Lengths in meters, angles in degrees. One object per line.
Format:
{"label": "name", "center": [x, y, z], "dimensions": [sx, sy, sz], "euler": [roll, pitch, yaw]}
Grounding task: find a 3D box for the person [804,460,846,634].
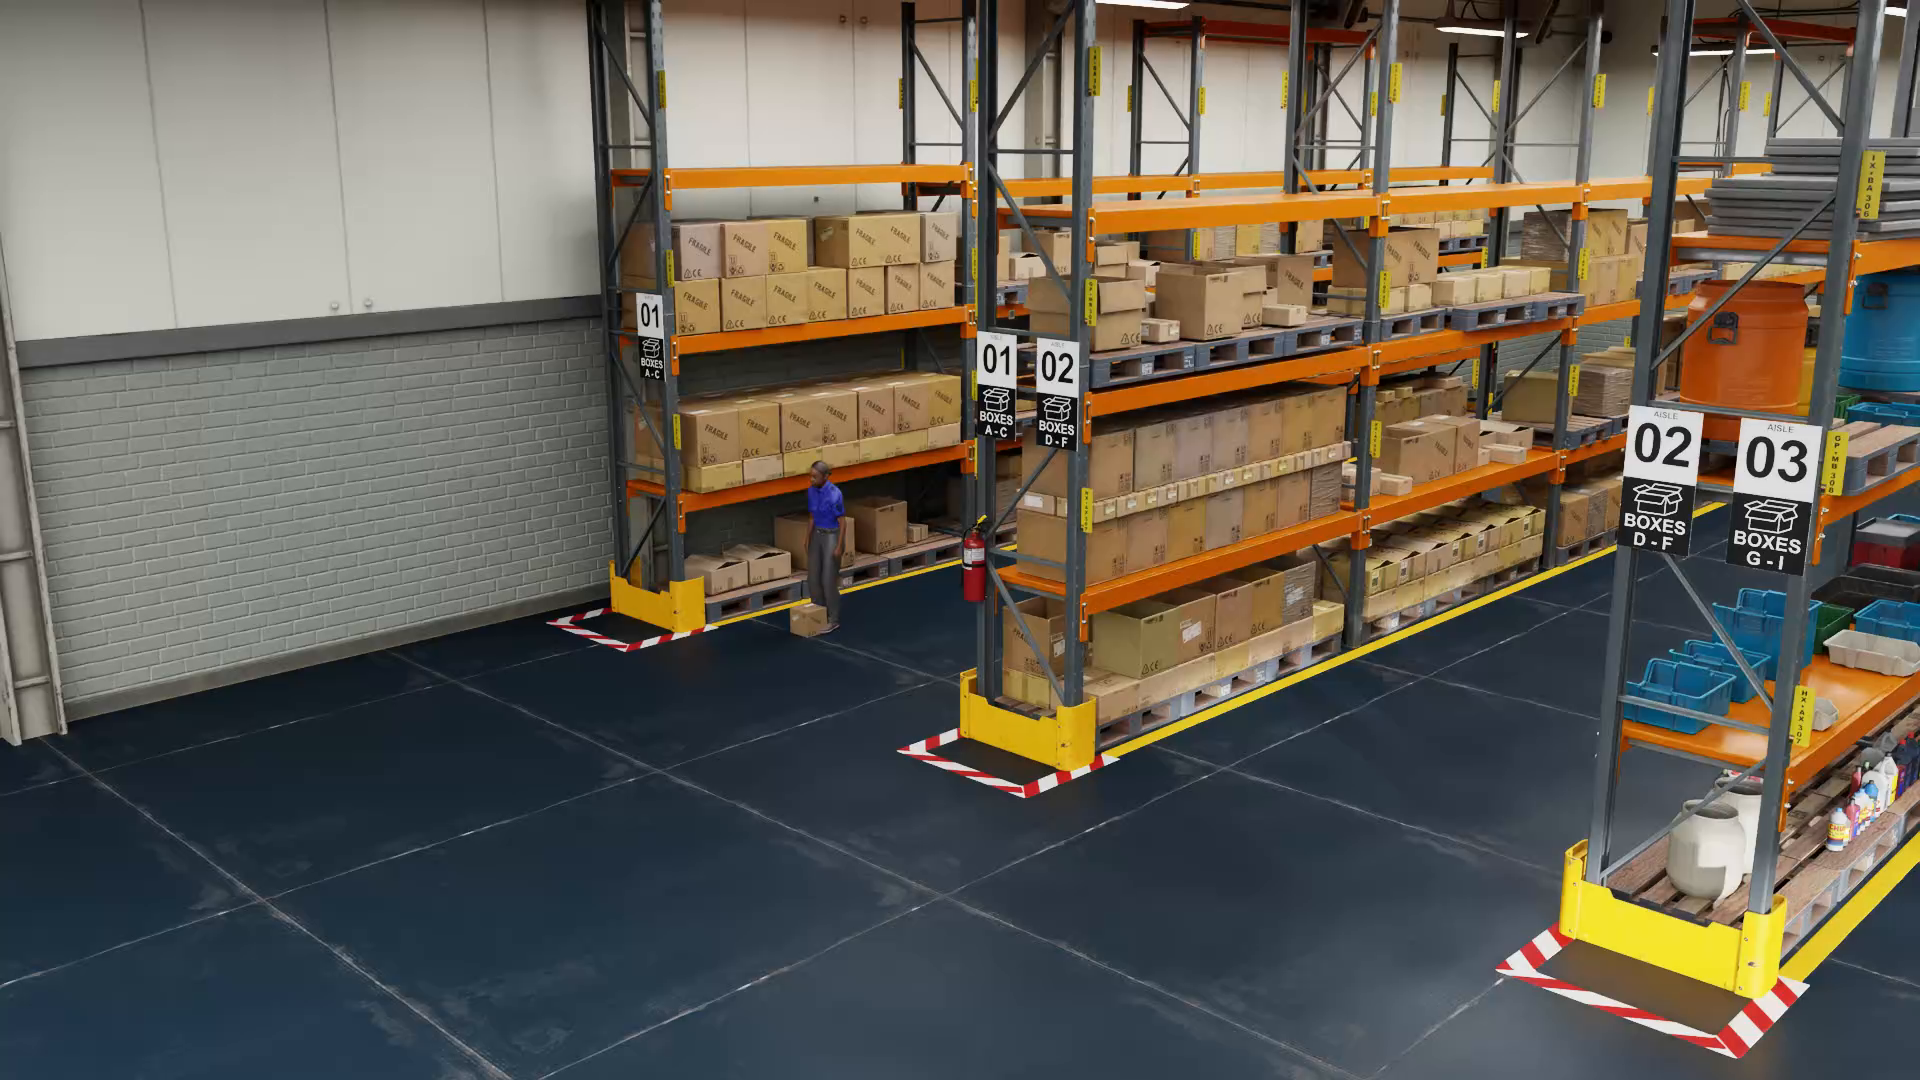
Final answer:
{"label": "person", "center": [-1.308, 0.043, 15.832], "dimensions": [0.512, 1.654, 0.392], "euler": [13, 19, 42]}
